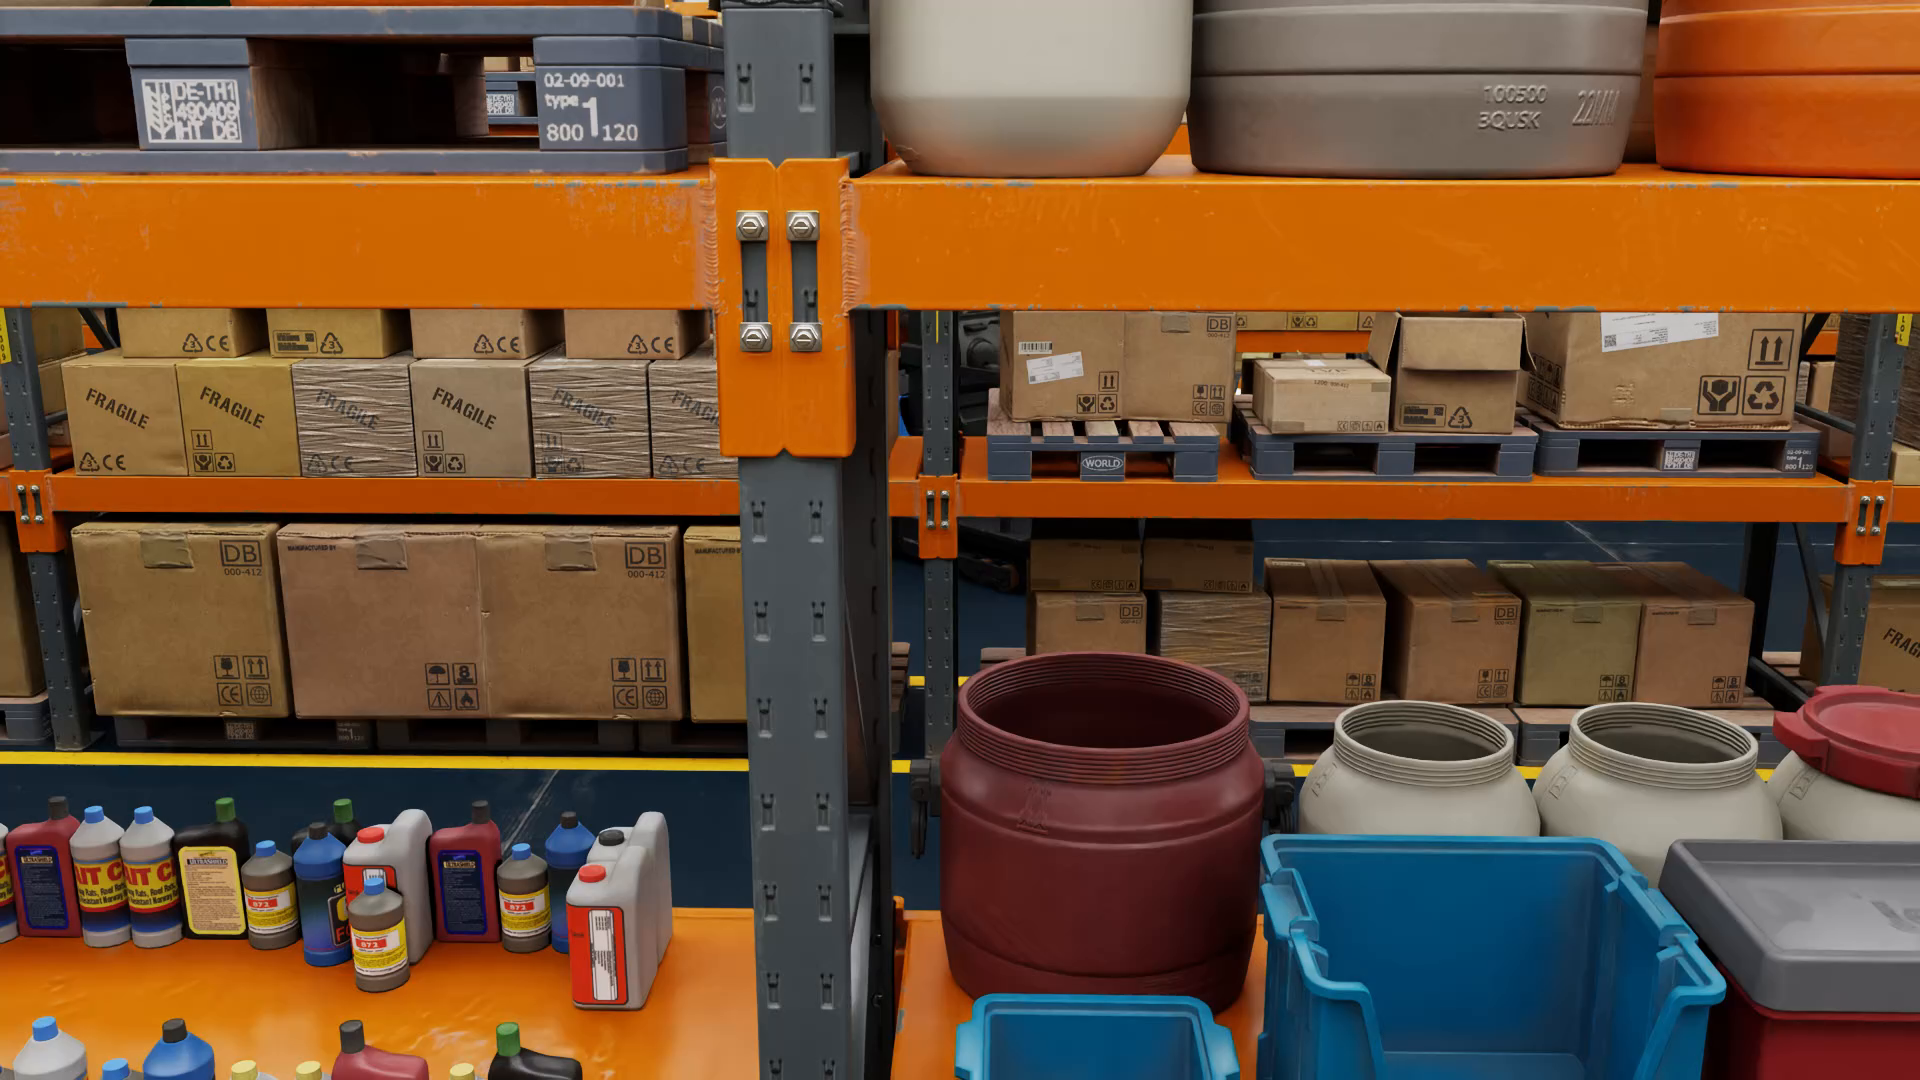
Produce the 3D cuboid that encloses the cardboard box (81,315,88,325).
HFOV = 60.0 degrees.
[{"bbox_3d":[-6.482,-1.703,12.409,0.250,0.149,0.380,0,15,1],"label":"cardboard box"}]

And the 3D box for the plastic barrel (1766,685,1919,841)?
[{"bbox_3d":[1.672,0.578,3.002,0.433,0.535,0.433,0,15,0],"label":"plastic barrel"}]

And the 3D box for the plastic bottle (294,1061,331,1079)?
[{"bbox_3d":[-0.971,0.883,2.503,0.097,0.201,0.097,0,15,0],"label":"plastic bottle"}]

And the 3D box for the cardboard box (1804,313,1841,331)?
[{"bbox_3d":[6.131,-1.878,12.283,0.500,0.550,0.875,0,15,1],"label":"cardboard box"}]

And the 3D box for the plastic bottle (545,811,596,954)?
[{"bbox_3d":[-0.750,0.657,3.223,0.097,0.271,0.097,0,15,0],"label":"plastic bottle"}]

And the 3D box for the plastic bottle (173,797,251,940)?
[{"bbox_3d":[-1.461,0.642,3.256,0.133,0.283,0.061,0,15,1],"label":"plastic bottle"}]

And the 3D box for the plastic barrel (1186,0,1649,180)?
[{"bbox_3d":[0.605,-0.944,2.177,0.600,0.901,0.600,0,15,0],"label":"plastic barrel"}]

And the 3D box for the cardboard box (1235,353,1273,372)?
[{"bbox_3d":[2.925,-2.016,17.428,0.625,0.372,0.950,1,15,5],"label":"cardboard box"}]

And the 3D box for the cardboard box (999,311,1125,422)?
[{"bbox_3d":[0.457,-0.834,7.600,0.500,0.500,0.500,-1,15,-5],"label":"cardboard box"}]

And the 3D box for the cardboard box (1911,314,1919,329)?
[{"bbox_3d":[4.358,-1.157,7.108,0.500,0.500,0.500,0,15,1],"label":"cardboard box"}]

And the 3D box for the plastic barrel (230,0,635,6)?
[{"bbox_3d":[-0.778,-1.178,2.380,0.708,0.830,0.600,0,15,1],"label":"plastic barrel"}]

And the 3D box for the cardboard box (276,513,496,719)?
[{"bbox_3d":[-2.549,0.227,7.940,0.875,0.875,1.225,0,15,-1],"label":"cardboard box"}]

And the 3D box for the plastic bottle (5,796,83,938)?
[{"bbox_3d":[-1.789,0.640,3.265,0.133,0.283,0.061,0,15,1],"label":"plastic bottle"}]

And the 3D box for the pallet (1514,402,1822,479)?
[{"bbox_3d":[3.155,-0.499,7.727,1.213,0.211,1.003,0,15,1],"label":"pallet"}]

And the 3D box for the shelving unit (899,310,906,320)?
[{"bbox_3d":[-0.879,-1.285,11.608,0.503,2.100,0.431,31,11,-7],"label":"shelving unit"}]

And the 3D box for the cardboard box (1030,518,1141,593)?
[{"bbox_3d":[0.587,0.055,7.821,0.500,0.250,0.500,1,15,4],"label":"cardboard box"}]

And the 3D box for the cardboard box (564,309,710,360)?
[{"bbox_3d":[-1.466,-1.123,7.553,0.637,0.503,0.797,1,15,3],"label":"cardboard box"}]

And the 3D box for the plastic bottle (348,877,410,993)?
[{"bbox_3d":[-1.082,0.727,3.093,0.097,0.201,0.097,0,15,0],"label":"plastic bottle"}]

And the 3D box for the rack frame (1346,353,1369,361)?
[{"bbox_3d":[4.168,-3.077,17.122,0.127,3.000,1.000,0,15,1],"label":"rack frame"}]

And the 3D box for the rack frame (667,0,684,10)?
[{"bbox_3d":[-3.706,-7.295,21.352,0.127,3.000,1.000,0,15,1],"label":"rack frame"}]

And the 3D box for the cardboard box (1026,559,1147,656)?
[{"bbox_3d":[0.586,0.420,7.907,0.500,0.500,0.700,0,15,-2],"label":"cardboard box"}]

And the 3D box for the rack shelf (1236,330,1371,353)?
[{"bbox_3d":[2.143,-1.479,12.476,4.000,0.370,1.077,0,15,1],"label":"rack shelf"}]

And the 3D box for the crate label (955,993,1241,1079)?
[{"bbox_3d":[0.201,0.867,2.503,0.416,0.233,0.303,0,15,1],"label":"crate label"}]

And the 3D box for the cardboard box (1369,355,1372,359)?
[{"bbox_3d":[4.152,-1.780,15.623,0.500,0.500,0.500,0,15,1],"label":"cardboard box"}]

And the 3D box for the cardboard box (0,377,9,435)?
[{"bbox_3d":[-4.531,-0.609,7.479,0.500,0.250,0.500,0,15,0],"label":"cardboard box"}]

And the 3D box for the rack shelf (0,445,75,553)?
[{"bbox_3d":[-6.082,-0.267,7.881,4.000,0.370,1.077,0,15,1],"label":"rack shelf"}]

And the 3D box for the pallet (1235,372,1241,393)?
[{"bbox_3d":[3.390,-1.733,17.495,1.213,0.211,1.003,0,15,1],"label":"pallet"}]

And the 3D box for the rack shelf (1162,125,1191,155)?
[{"bbox_3d":[1.915,-1.665,7.301,4.000,0.370,1.077,0,15,1],"label":"rack shelf"}]

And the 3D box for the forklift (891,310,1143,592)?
[{"bbox_3d":[0.452,-1.249,10.329,1.130,2.935,3.031,-14,20,-42],"label":"forklift"}]

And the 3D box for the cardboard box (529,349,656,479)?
[{"bbox_3d":[-1.601,-0.571,7.429,0.500,0.500,0.500,0,15,0],"label":"cardboard box"}]

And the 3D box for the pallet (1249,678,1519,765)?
[{"bbox_3d":[1.914,0.787,7.944,1.213,0.211,1.003,0,15,1],"label":"pallet"}]

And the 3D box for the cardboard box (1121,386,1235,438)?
[{"bbox_3d":[1.624,-0.923,12.546,0.750,0.750,1.050,1,15,2],"label":"cardboard box"}]

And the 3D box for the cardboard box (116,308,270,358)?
[{"bbox_3d":[-3.444,-1.133,7.592,0.637,0.503,0.797,0,15,0],"label":"cardboard box"}]

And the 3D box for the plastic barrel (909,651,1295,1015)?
[{"bbox_3d":[0.261,0.548,3.118,0.708,0.536,0.600,0,15,1],"label":"plastic barrel"}]

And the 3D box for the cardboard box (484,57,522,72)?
[{"bbox_3d":[-2.127,-2.287,7.222,0.637,0.503,0.797,0,15,1],"label":"cardboard box"}]

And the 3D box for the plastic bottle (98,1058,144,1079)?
[{"bbox_3d":[-1.263,0.881,2.510,0.097,0.201,0.097,0,15,0],"label":"plastic bottle"}]

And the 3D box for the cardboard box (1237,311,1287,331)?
[{"bbox_3d":[2.096,-1.807,12.111,0.500,0.500,0.500,0,15,1],"label":"cardboard box"}]

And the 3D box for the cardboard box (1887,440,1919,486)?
[{"bbox_3d":[4.122,-0.350,7.279,0.250,0.149,0.380,0,15,1],"label":"cardboard box"}]

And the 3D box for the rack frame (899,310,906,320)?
[{"bbox_3d":[-0.672,-1.160,11.639,0.015,2.100,0.400,31,11,-7],"label":"rack frame"}]

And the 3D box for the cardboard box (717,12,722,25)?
[{"bbox_3d":[-1.554,-3.648,11.711,0.258,0.266,0.396,0,15,1],"label":"cardboard box"}]

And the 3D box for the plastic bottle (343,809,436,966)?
[{"bbox_3d":[-1.097,0.659,3.204,0.135,0.276,0.152,0,15,1],"label":"plastic bottle"}]

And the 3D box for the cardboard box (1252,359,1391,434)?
[{"bbox_3d":[1.586,-0.636,7.343,0.500,0.250,0.500,0,15,0],"label":"cardboard box"}]

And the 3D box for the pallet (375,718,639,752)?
[{"bbox_3d":[-2.087,0.740,8.122,1.213,0.211,1.003,0,15,1],"label":"pallet"}]

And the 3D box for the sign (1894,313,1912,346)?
[{"bbox_3d":[3.904,-0.968,6.858,0.005,0.325,0.100,0,15,1],"label":"sign"}]

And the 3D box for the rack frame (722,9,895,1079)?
[{"bbox_3d":[-0.210,0.688,2.854,0.127,3.000,1.000,0,15,1],"label":"rack frame"}]

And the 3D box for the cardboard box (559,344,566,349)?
[{"bbox_3d":[-1.591,-0.702,7.924,0.500,0.500,0.500,0,15,0],"label":"cardboard box"}]

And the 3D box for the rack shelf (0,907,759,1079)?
[{"bbox_3d":[-2.210,1.022,2.995,4.000,0.370,1.077,0,15,1],"label":"rack shelf"}]

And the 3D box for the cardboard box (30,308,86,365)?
[{"bbox_3d":[-4.555,-1.104,7.885,0.500,0.500,0.500,0,15,1],"label":"cardboard box"}]

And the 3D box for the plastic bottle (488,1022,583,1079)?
[{"bbox_3d":[-0.626,0.850,2.466,0.133,0.283,0.061,0,15,1],"label":"plastic bottle"}]

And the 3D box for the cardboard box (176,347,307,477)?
[{"bbox_3d":[-3.126,-0.580,7.463,0.500,0.500,0.500,0,15,2],"label":"cardboard box"}]

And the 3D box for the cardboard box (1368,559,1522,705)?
[{"bbox_3d":[2.266,0.426,7.885,0.500,0.500,0.700,-1,15,-3],"label":"cardboard box"}]

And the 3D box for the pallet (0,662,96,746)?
[{"bbox_3d":[-4.841,0.722,8.190,1.213,0.211,1.003,0,15,1],"label":"pallet"}]

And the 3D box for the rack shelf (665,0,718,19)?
[{"bbox_3d":[-1.707,-6.741,21.445,4.000,0.370,1.077,0,15,1],"label":"rack shelf"}]
